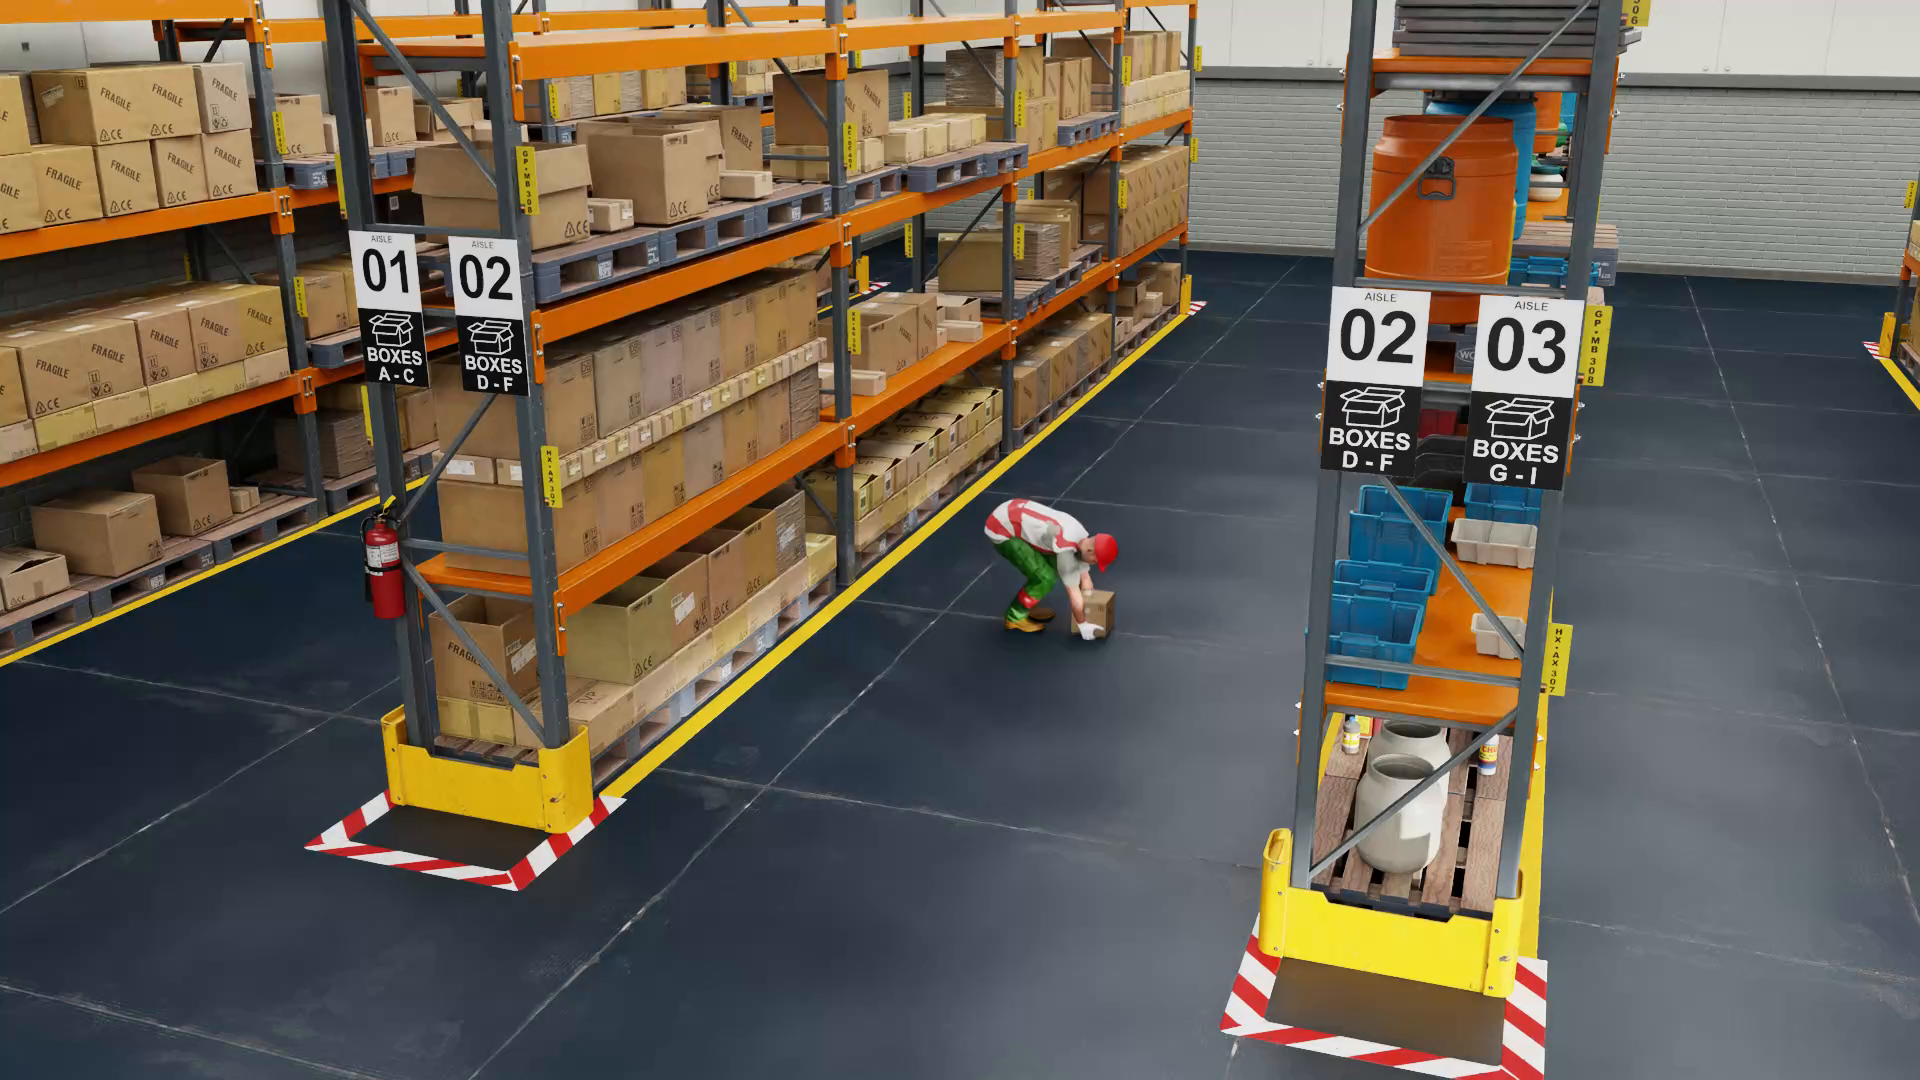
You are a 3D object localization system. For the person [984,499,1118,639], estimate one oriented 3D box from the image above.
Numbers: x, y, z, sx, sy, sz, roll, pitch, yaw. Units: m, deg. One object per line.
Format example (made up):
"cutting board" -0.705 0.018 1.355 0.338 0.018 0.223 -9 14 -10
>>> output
"person" 0.654 0.187 11.857 0.953 0.923 0.536 5 19 16
